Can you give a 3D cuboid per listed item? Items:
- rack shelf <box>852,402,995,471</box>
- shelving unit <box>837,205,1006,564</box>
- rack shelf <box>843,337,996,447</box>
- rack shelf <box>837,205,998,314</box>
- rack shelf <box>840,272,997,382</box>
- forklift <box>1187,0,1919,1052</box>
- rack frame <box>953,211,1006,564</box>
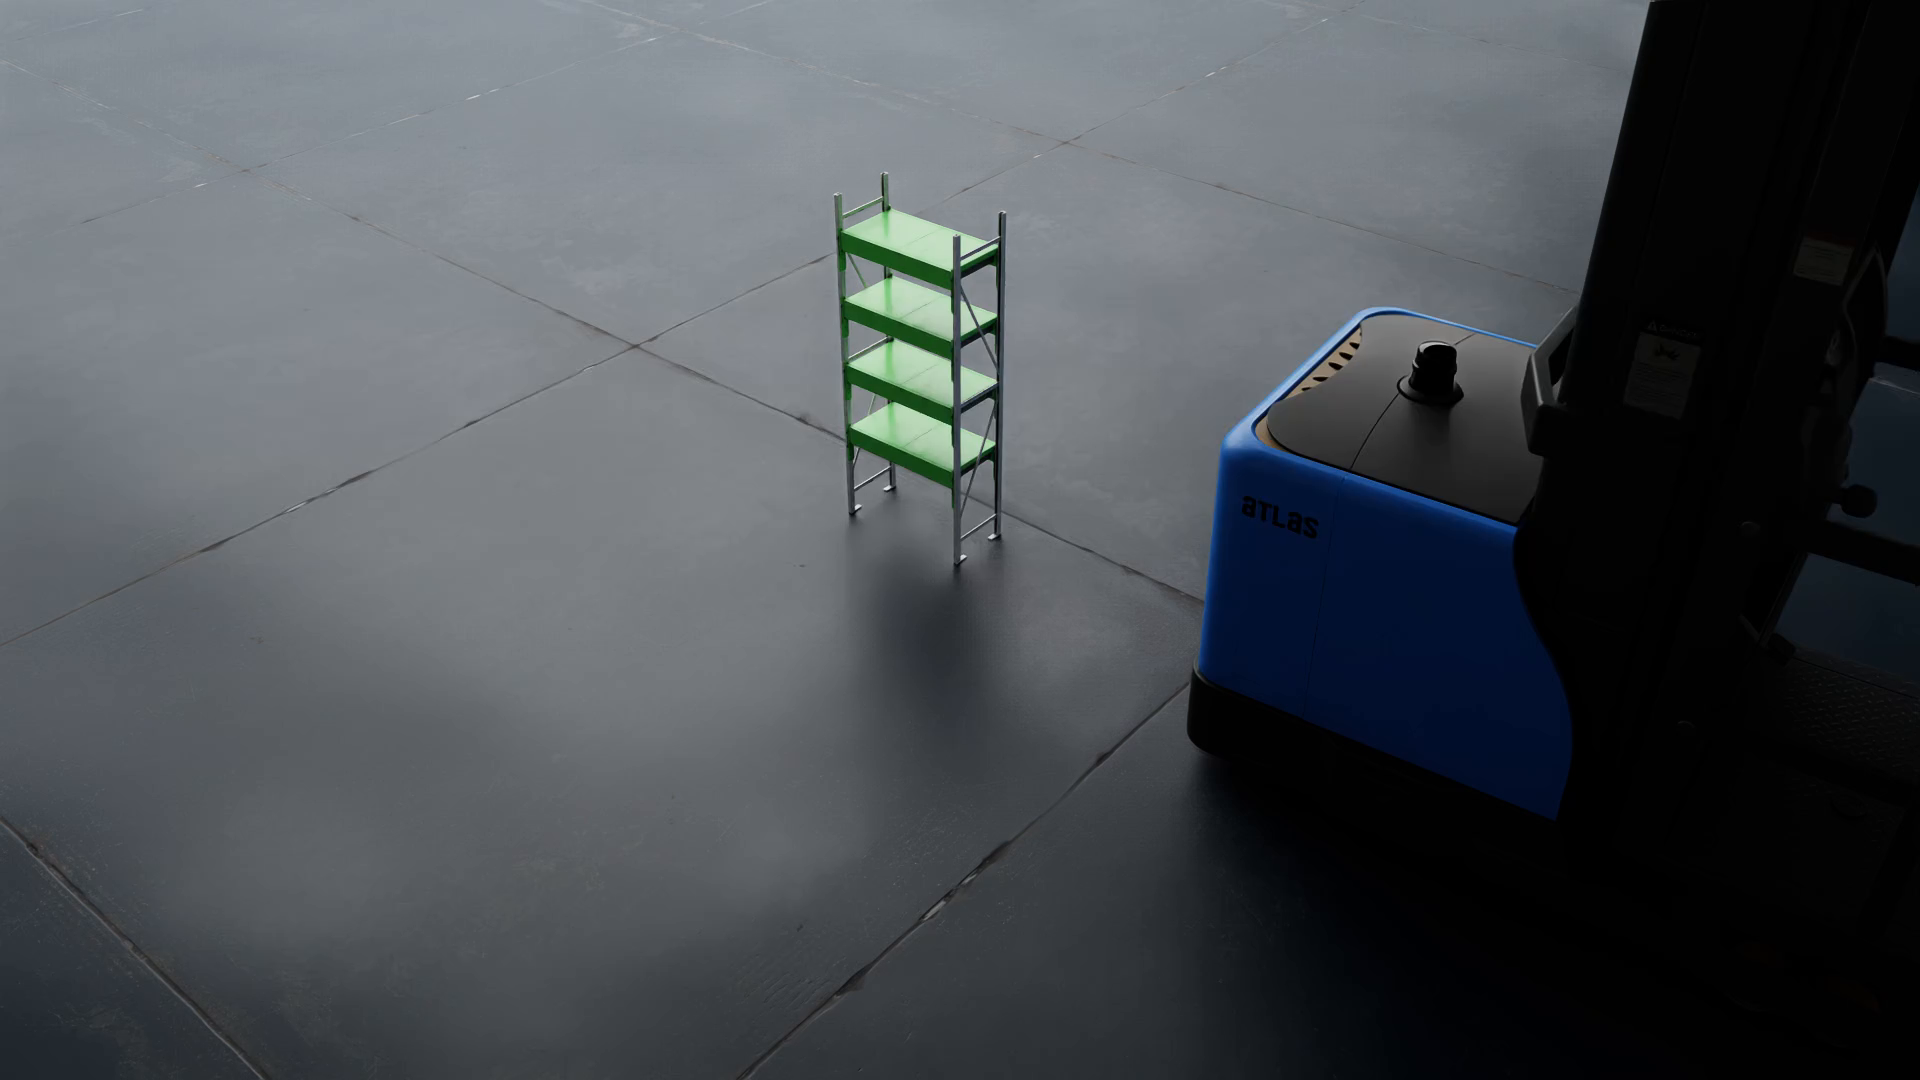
[{"bbox_3d":[-0.127,-0.348,5.659,0.457,0.021,0.221,25,42,32],"label":"rack shelf"},{"bbox_3d":[-0.123,-0.552,5.514,0.492,1.200,0.258,25,42,32],"label":"shelving unit"},{"bbox_3d":[-0.127,-0.502,5.553,0.480,0.148,0.258,25,42,32],"label":"rack shelf"},{"bbox_3d":[-0.127,-0.898,5.282,0.480,0.148,0.258,25,42,32],"label":"rack shelf"},{"bbox_3d":[-0.127,-0.700,5.417,0.480,0.148,0.258,25,42,32],"label":"rack shelf"},{"bbox_3d":[2.162,-0.335,3.669,3.031,2.935,1.130,21,40,28],"label":"forklift"},{"bbox_3d":[0.060,-0.466,5.388,0.015,1.200,0.240,25,42,32],"label":"rack frame"}]
